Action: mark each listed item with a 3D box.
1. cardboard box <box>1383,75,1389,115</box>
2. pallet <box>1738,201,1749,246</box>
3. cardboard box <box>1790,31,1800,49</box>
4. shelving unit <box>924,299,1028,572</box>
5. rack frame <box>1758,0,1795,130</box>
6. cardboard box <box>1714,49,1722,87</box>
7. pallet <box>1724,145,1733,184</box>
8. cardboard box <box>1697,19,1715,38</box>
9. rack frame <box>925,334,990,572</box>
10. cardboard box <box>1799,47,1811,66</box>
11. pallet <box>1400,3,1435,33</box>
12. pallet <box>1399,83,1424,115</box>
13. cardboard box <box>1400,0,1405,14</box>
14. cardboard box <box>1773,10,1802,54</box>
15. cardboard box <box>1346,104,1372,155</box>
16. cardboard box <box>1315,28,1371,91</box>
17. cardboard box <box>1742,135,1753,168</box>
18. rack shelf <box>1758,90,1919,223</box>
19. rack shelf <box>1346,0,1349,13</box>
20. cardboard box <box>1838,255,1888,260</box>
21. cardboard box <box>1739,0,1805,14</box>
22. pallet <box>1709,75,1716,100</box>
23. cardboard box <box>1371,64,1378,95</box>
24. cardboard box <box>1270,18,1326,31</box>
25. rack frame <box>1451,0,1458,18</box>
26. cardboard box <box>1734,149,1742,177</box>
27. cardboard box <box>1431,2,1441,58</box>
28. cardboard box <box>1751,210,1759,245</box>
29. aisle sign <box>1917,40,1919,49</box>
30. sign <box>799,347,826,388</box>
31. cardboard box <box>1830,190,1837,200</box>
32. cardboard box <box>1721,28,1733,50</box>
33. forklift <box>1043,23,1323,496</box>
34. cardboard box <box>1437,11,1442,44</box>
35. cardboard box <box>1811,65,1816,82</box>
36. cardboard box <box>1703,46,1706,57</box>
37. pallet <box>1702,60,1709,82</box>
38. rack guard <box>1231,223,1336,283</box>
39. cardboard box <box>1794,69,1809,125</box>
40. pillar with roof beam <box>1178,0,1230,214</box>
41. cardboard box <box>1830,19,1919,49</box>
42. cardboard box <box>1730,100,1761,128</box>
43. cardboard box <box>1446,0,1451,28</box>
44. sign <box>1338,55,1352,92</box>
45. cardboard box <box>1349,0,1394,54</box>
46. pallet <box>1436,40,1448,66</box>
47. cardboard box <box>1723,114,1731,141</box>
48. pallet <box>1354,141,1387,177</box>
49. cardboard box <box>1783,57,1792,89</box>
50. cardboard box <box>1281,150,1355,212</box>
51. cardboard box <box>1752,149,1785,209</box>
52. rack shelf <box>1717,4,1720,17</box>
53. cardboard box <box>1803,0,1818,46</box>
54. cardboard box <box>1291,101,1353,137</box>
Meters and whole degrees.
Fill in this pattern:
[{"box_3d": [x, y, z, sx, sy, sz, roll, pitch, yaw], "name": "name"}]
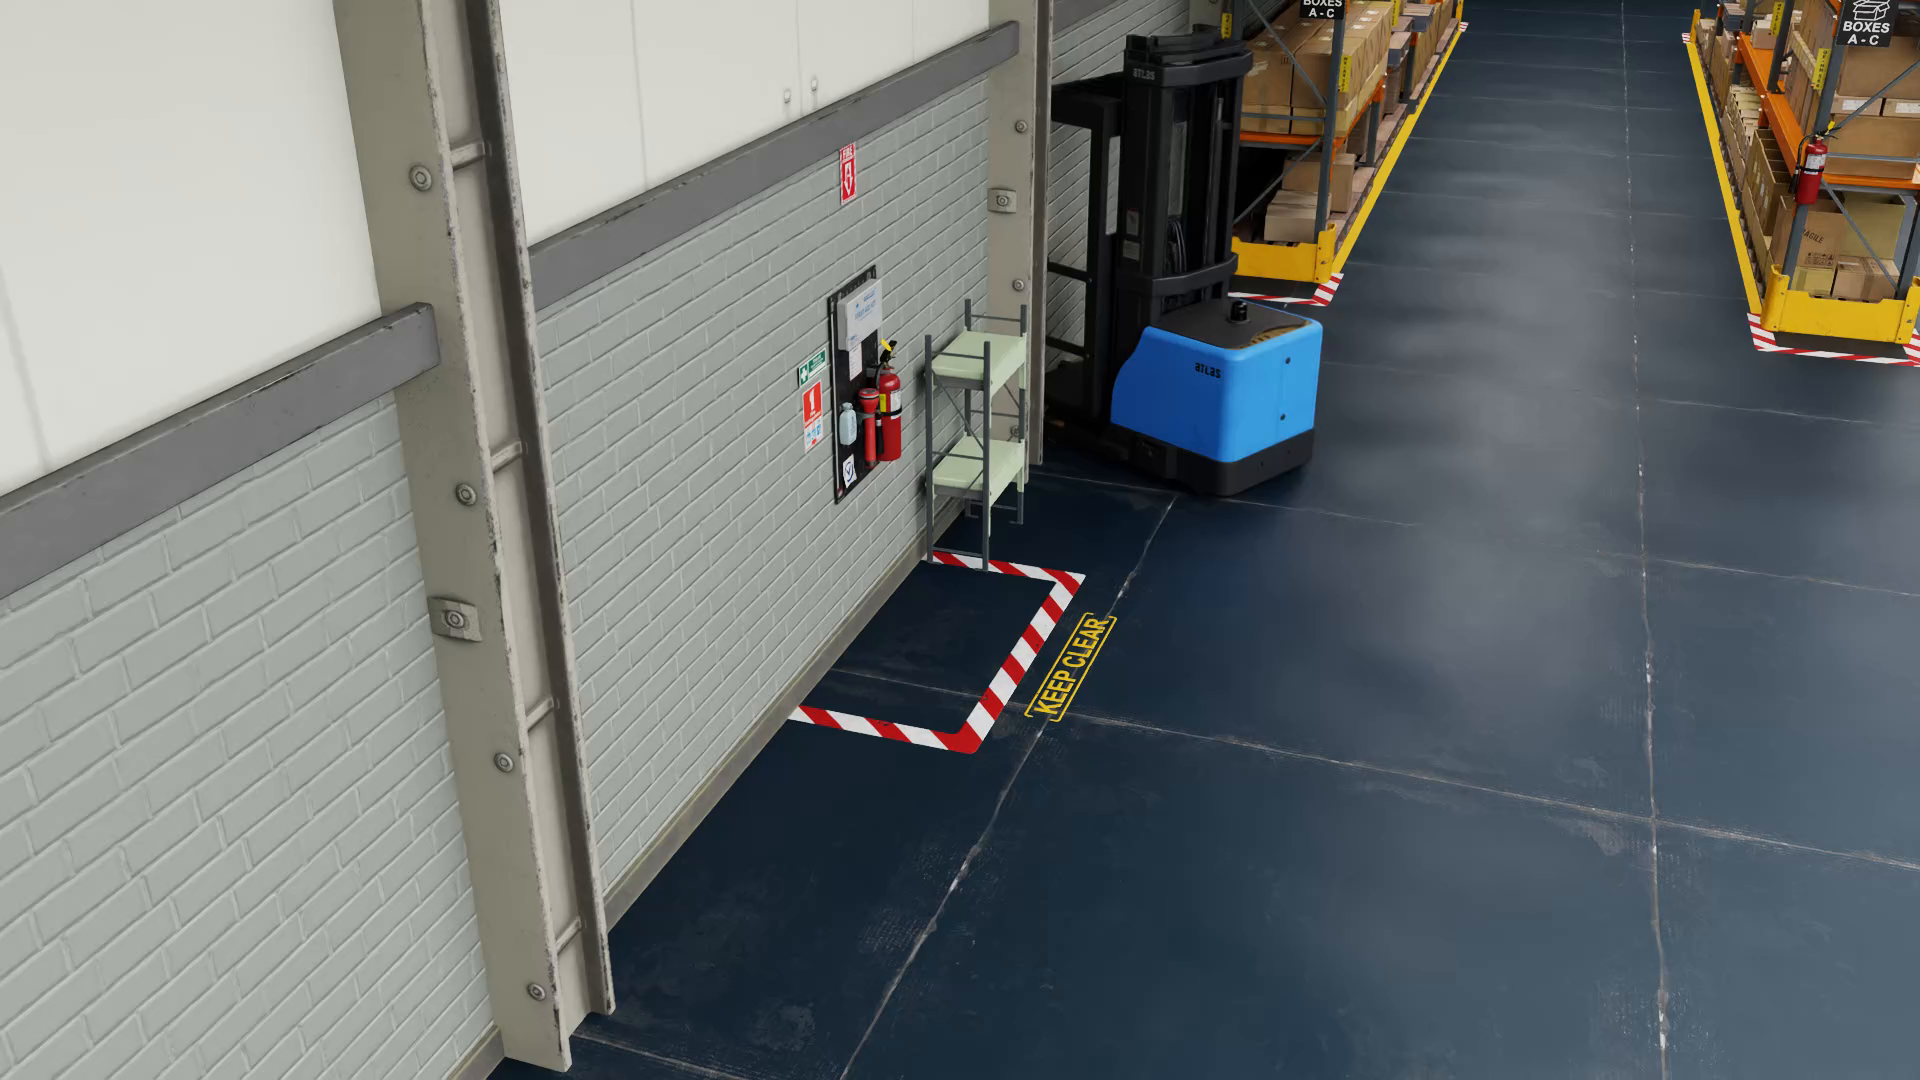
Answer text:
[{"box_3d": [5.150, -5.762, 21.572, 0.700, 0.500, 0.500, 9, 27, 17], "name": "cardboard box"}, {"box_3d": [8.659, -3.251, 17.222, 1.003, 0.211, 1.213, 9, 27, 17], "name": "pallet"}, {"box_3d": [8.691, -5.081, 16.943, 0.380, 0.149, 0.250, 9, 27, 17], "name": "cardboard box"}, {"box_3d": [0.104, -0.657, 10.387, 0.431, 1.500, 0.755, 9, 27, 17], "name": "shelving unit"}, {"box_3d": [8.963, -4.827, 17.277, 1.000, 3.000, 0.127, 9, 27, 17], "name": "rack frame"}, {"box_3d": [10.894, -6.599, 23.300, 0.500, 0.500, 0.500, 9, 27, 18], "name": "cardboard box"}, {"box_3d": [9.576, -4.383, 19.560, 1.003, 0.211, 1.213, 9, 27, 17], "name": "pallet"}, {"box_3d": [12.342, -8.331, 27.164, 0.500, 0.250, 0.500, 9, 27, 17], "name": "cardboard box"}, {"box_3d": [-0.015, -0.507, 10.075, 0.400, 1.500, 0.023, 9, 27, 17], "name": "rack frame"}, {"box_3d": [8.352, -4.661, 16.076, 0.380, 0.149, 0.250, 8, 27, 16], "name": "cardboard box"}, {"box_3d": [5.485, -6.793, 21.557, 1.213, 0.211, 1.003, 9, 27, 17], "name": "pallet"}, {"box_3d": [5.955, -6.245, 23.406, 1.003, 0.211, 1.213, 9, 27, 17], "name": "pallet"}, {"box_3d": [5.314, -7.002, 21.150, 0.700, 0.500, 0.500, 6, 27, 13], "name": "cardboard box"}, {"box_3d": [9.751, -5.823, 19.221, 0.500, 0.500, 0.500, 7, 27, 15], "name": "cardboard box"}, {"box_3d": [4.520, -4.921, 19.836, 0.700, 0.500, 0.500, 10, 27, 19], "name": "cardboard box"}, {"box_3d": [3.754, -4.744, 16.395, 0.500, 0.500, 0.500, 8, 27, 16], "name": "cardboard box"}, {"box_3d": [8.828, -4.238, 18.092, 0.500, 0.311, 0.500, 9, 27, 17], "name": "cardboard box"}, {"box_3d": [8.298, -3.681, 15.736, 1.077, 0.370, 4.000, 9, 27, 17], "name": "rack shelf"}, {"box_3d": [3.625, -5.748, 16.563, 1.077, 0.370, 4.000, 9, 27, 17], "name": "rack shelf"}, {"box_3d": [8.183, -2.528, 15.203, 0.500, 0.250, 0.500, 9, 27, 17], "name": "cardboard box"}, {"box_3d": [10.398, -6.980, 21.127, 0.700, 0.500, 0.500, 0, 26, 0], "name": "cardboard box"}, {"box_3d": [11.390, -6.519, 23.973, 1.003, 0.211, 1.213, 9, 27, 17], "name": "pallet"}, {"box_3d": [4.092, -4.834, 17.441, 0.500, 0.250, 0.500, 9, 27, 17], "name": "cardboard box"}, {"box_3d": [3.428, -5.029, 16.983, 0.500, 0.500, 0.500, 9, 27, 18], "name": "cardboard box"}, {"box_3d": [8.284, -10.475, 28.942, 1.000, 3.000, 0.127, 9, 27, 17], "name": "rack frame"}, {"box_3d": [8.998, -4.198, 18.652, 0.500, 0.250, 0.500, 8, 27, 17], "name": "cardboard box"}, {"box_3d": [6.859, -7.766, 25.333, 0.750, 0.750, 0.750, 9, 27, 18], "name": "cardboard box"}, {"box_3d": [8.020, -3.016, 16.210, 0.500, 0.250, 0.500, 9, 27, 17], "name": "cardboard box"}, {"box_3d": [7.899, -4.281, 13.168, 0.394, 0.787, 0.004, 9, 27, 17], "name": "aisle sign"}, {"box_3d": [-0.750, -0.880, 8.476, 0.001, 0.109, 0.331, 9, 27, 17], "name": "sign"}, {"box_3d": [8.339, -3.073, 15.468, 0.500, 0.500, 0.500, 9, 27, 17], "name": "cardboard box"}, {"box_3d": [10.902, -6.950, 23.166, 0.500, 0.250, 0.500, 9, 27, 18], "name": "cardboard box"}, {"box_3d": [1.125, -2.170, 11.868, 1.130, 2.935, 3.031, -22, 34, -38], "name": "forklift"}, {"box_3d": [7.298, -8.187, 26.604, 0.700, 0.500, 0.500, 9, 27, 18], "name": "cardboard box"}, {"box_3d": [8.009, -4.237, 15.199, 0.380, 0.149, 0.250, 10, 27, 19], "name": "cardboard box"}, {"box_3d": [11.616, -7.467, 25.497, 0.380, 0.149, 0.250, 9, 27, 17], "name": "cardboard box"}, {"box_3d": [11.855, -7.141, 25.257, 1.003, 0.211, 1.213, 9, 27, 17], "name": "pallet"}, {"box_3d": [2.985, -2.806, 15.971, 1.175, 0.500, 0.348, 9, 27, 17], "name": "rack guard"}, {"box_3d": [8.481, -4.265, 16.002, 0.700, 0.500, 0.500, 9, 27, 18], "name": "cardboard box"}, {"box_3d": [6.436, -6.389, 13.619, 9.100, 9.000, 0.400, 9, 27, 17], "name": "pillar with roof beam"}, {"box_3d": [7.987, -4.240, 14.462, 0.700, 0.500, 0.500, 8, 27, 16], "name": "cardboard box"}, {"box_3d": [9.504, -5.075, 19.820, 0.500, 0.311, 0.500, 8, 27, 16], "name": "cardboard box"}, {"box_3d": [7.979, -9.031, 28.347, 0.700, 0.500, 0.500, 9, 27, 17], "name": "cardboard box"}, {"box_3d": [3.471, -4.211, 15.011, 0.100, 0.325, 0.005, 9, 27, 17], "name": "sign"}, {"box_3d": [4.425, -5.583, 18.128, 0.500, 0.500, 0.500, 9, 27, 17], "name": "cardboard box"}, {"box_3d": [7.280, -7.877, 26.777, 1.003, 0.211, 1.213, 9, 27, 17], "name": "pallet"}, {"box_3d": [9.677, -5.042, 20.396, 0.500, 0.250, 0.500, 8, 27, 16], "name": "cardboard box"}, {"box_3d": [4.548, -4.609, 20.026, 1.003, 0.211, 1.213, 9, 27, 17], "name": "pallet"}, {"box_3d": [9.086, -4.968, 17.740, 0.500, 0.250, 0.500, 11, 28, 21], "name": "cardboard box"}, {"box_3d": [3.756, -3.772, 17.463, 0.700, 0.500, 0.500, 7, 27, 14], "name": "cardboard box"}, {"box_3d": [8.181, -3.559, 16.472, 0.500, 0.500, 0.500, 9, 27, 17], "name": "cardboard box"}, {"box_3d": [12.291, -8.612, 25.921, 1.077, 0.370, 4.000, 9, 27, 17], "name": "rack shelf"}, {"box_3d": [8.655, -5.064, 16.164, 0.700, 0.500, 0.500, 9, 27, 17], "name": "cardboard box"}, {"box_3d": [3.421, -3.996, 15.709, 0.500, 0.250, 0.500, 8, 27, 16], "name": "cardboard box"}]
